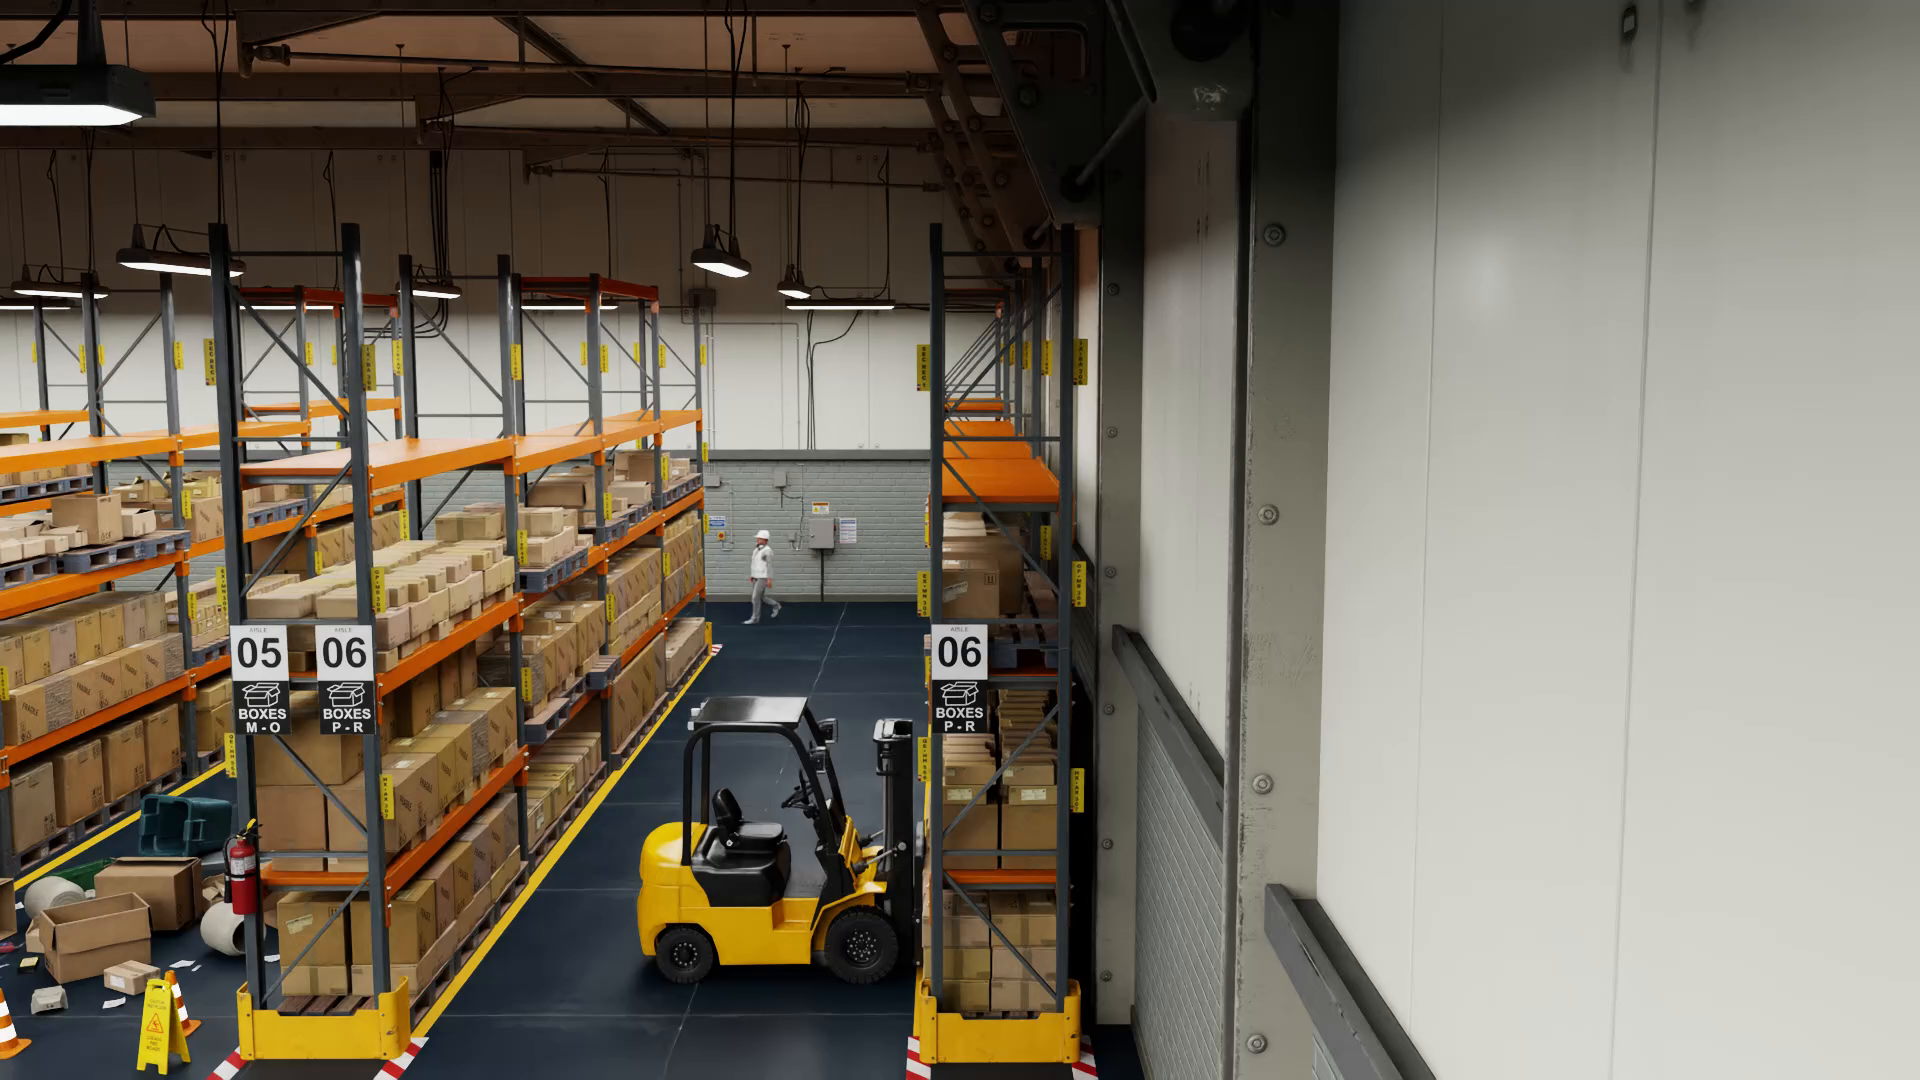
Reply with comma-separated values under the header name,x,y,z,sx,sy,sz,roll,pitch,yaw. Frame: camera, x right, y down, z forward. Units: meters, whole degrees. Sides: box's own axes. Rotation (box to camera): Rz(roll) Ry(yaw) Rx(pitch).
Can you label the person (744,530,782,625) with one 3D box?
name,x,y,z,sx,sy,sz,roll,pitch,yaw
person,-3.671,0.679,31.003,0.810,1.755,0.582,-5,8,-34
